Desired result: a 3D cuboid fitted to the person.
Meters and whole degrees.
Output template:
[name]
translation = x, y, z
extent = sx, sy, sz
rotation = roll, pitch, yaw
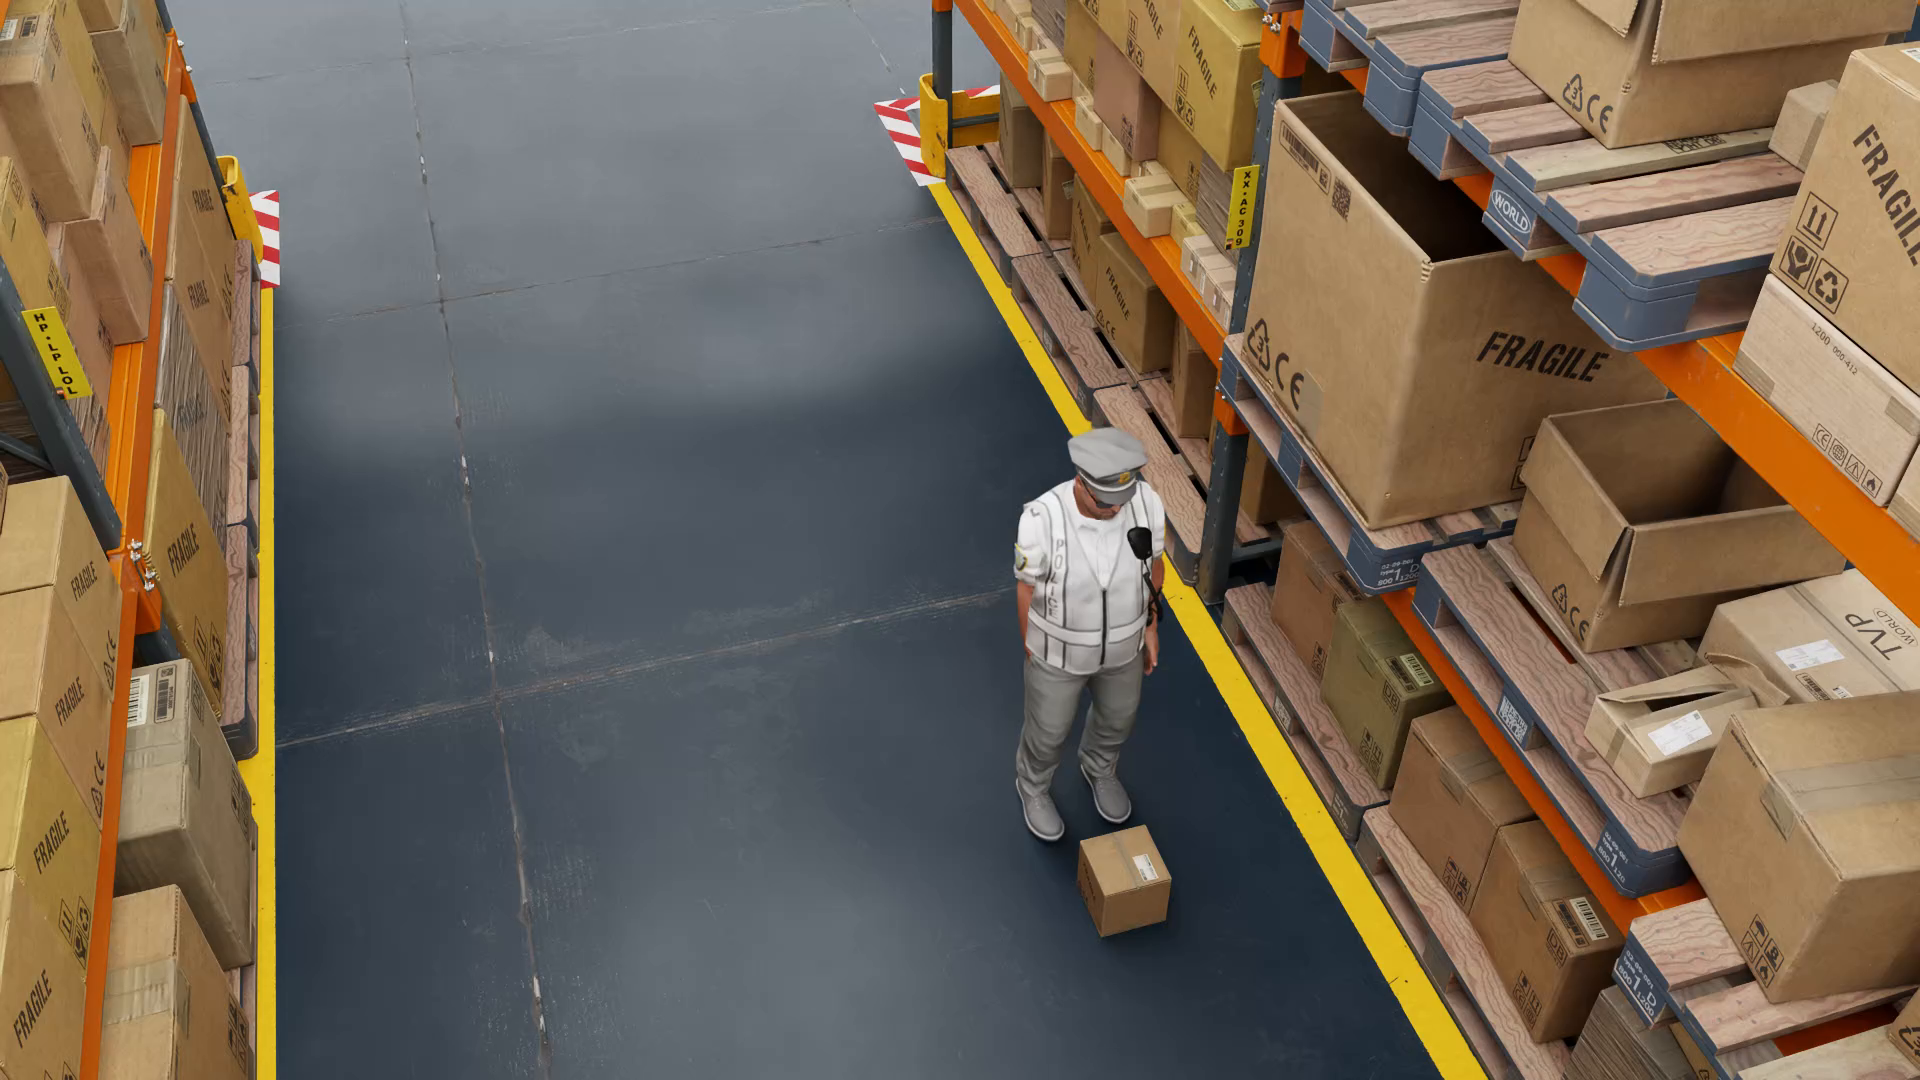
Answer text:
[person]
translation = 0.456, 0.347, 5.781
extent = 0.530, 1.739, 0.374
rotation = -11, 43, -12
